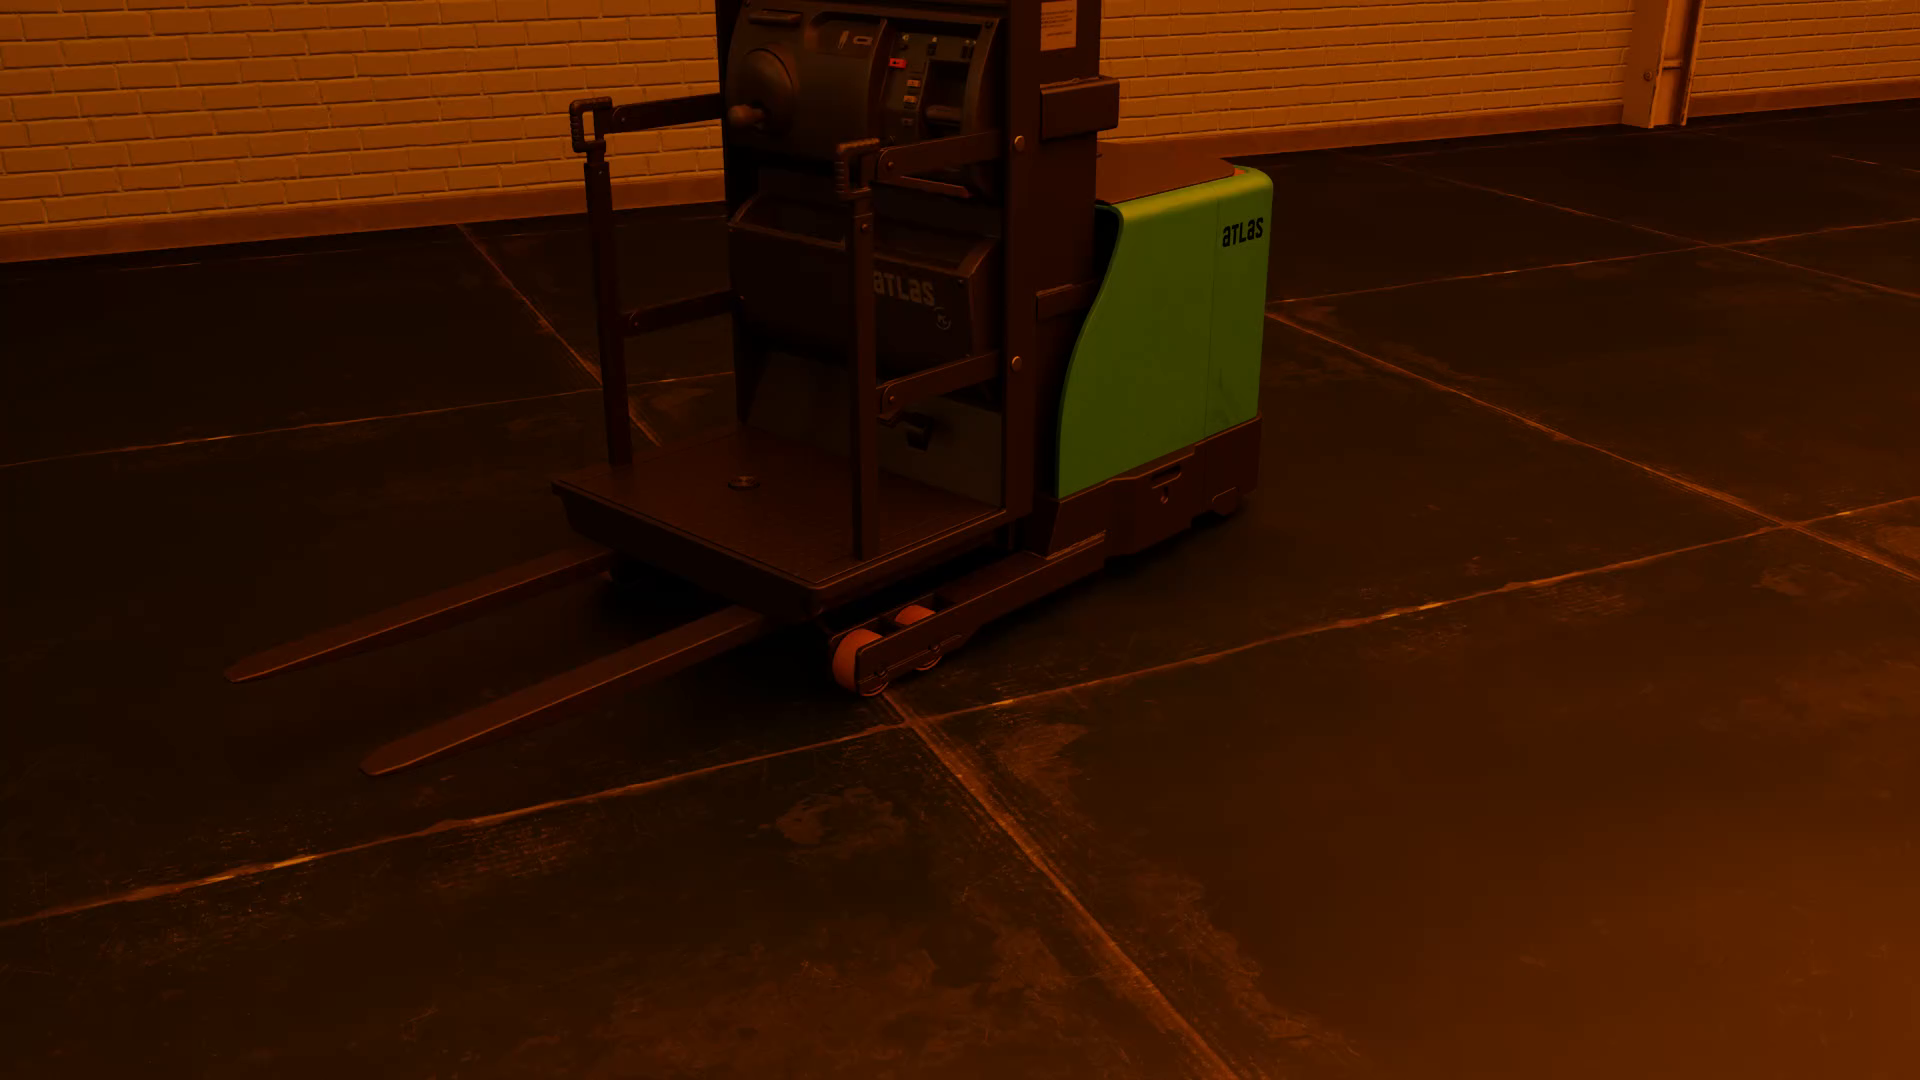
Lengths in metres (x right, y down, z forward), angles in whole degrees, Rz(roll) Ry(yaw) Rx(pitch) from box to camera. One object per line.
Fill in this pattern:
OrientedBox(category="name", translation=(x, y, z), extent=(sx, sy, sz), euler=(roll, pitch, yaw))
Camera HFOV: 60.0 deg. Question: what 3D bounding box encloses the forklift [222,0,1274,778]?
OrientedBox(category="forklift", translation=(-0.413, -1.182, 4.131), extent=(1.130, 2.935, 3.031), euler=(19, 29, 39))
